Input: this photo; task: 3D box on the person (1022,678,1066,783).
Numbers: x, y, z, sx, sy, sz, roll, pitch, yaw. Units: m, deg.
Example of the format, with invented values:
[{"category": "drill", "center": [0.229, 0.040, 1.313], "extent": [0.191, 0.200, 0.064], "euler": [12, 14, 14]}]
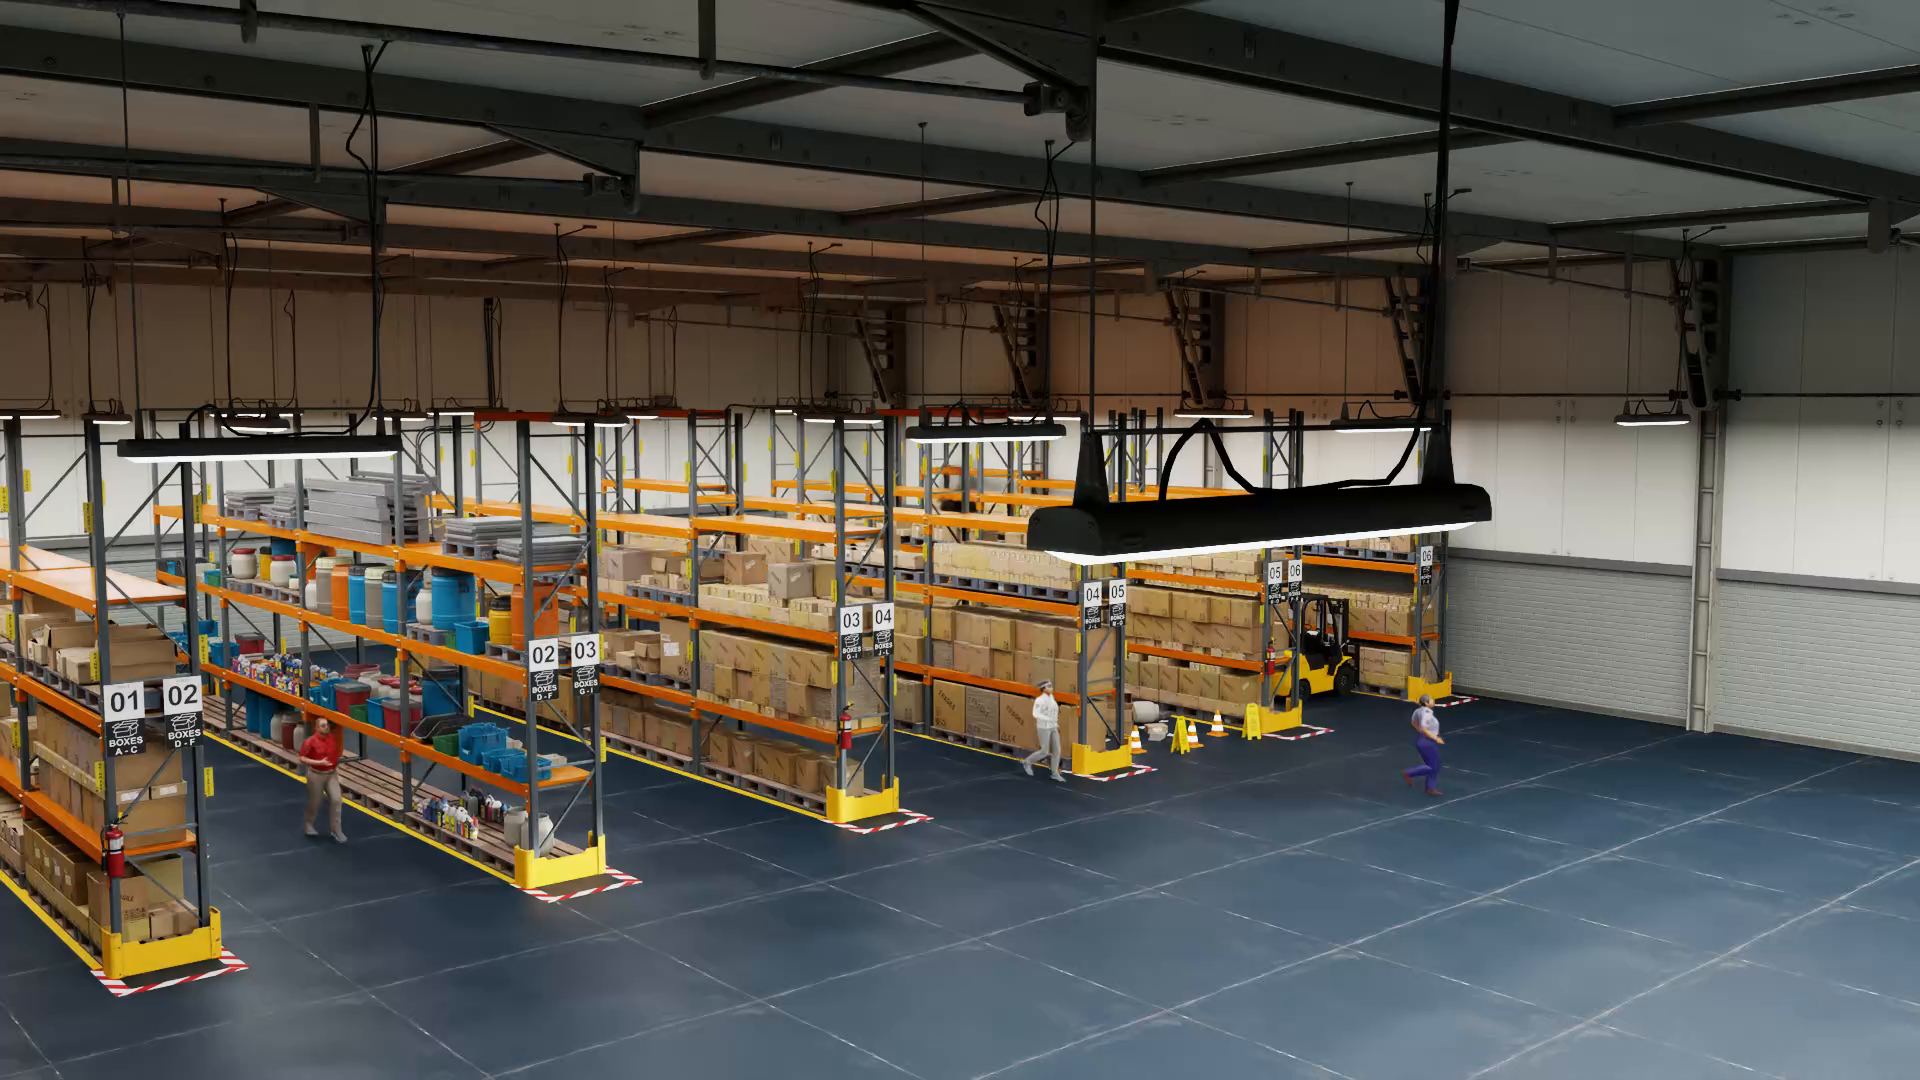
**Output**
[{"category": "person", "center": [1.395, 3.104, 27.272], "extent": [0.765, 1.703, 0.625], "euler": [4, 6, 37]}]

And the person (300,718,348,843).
[{"category": "person", "center": [-9.078, 3.409, 23.614], "extent": [0.807, 1.784, 0.646], "euler": [4, 6, 39]}]

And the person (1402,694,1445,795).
[{"category": "person", "center": [7.317, 3.235, 26.289], "extent": [0.685, 1.623, 0.608], "euler": [0, 5, 3]}]

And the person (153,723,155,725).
[{"category": "person", "center": [-13.616, 3.118, 27.550], "extent": [0.711, 1.636, 0.577], "euler": [4, 6, 37]}]
